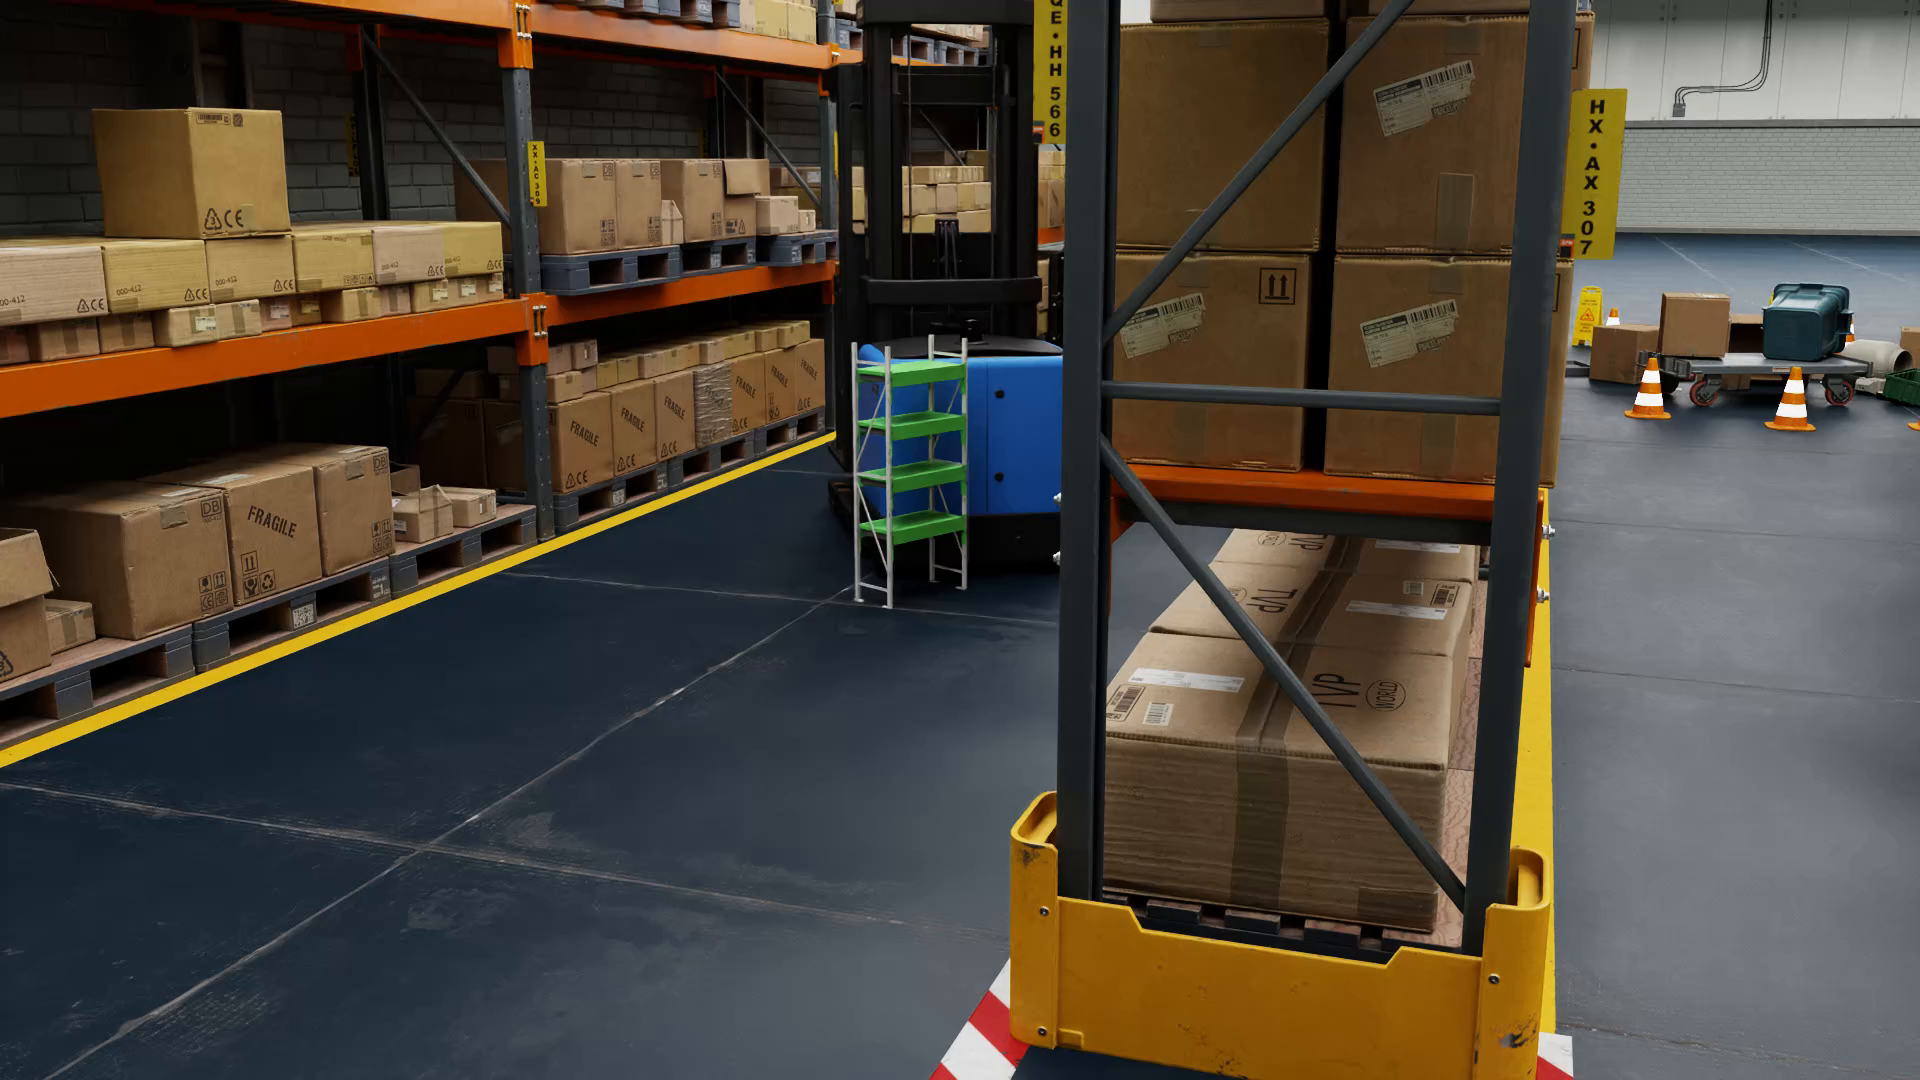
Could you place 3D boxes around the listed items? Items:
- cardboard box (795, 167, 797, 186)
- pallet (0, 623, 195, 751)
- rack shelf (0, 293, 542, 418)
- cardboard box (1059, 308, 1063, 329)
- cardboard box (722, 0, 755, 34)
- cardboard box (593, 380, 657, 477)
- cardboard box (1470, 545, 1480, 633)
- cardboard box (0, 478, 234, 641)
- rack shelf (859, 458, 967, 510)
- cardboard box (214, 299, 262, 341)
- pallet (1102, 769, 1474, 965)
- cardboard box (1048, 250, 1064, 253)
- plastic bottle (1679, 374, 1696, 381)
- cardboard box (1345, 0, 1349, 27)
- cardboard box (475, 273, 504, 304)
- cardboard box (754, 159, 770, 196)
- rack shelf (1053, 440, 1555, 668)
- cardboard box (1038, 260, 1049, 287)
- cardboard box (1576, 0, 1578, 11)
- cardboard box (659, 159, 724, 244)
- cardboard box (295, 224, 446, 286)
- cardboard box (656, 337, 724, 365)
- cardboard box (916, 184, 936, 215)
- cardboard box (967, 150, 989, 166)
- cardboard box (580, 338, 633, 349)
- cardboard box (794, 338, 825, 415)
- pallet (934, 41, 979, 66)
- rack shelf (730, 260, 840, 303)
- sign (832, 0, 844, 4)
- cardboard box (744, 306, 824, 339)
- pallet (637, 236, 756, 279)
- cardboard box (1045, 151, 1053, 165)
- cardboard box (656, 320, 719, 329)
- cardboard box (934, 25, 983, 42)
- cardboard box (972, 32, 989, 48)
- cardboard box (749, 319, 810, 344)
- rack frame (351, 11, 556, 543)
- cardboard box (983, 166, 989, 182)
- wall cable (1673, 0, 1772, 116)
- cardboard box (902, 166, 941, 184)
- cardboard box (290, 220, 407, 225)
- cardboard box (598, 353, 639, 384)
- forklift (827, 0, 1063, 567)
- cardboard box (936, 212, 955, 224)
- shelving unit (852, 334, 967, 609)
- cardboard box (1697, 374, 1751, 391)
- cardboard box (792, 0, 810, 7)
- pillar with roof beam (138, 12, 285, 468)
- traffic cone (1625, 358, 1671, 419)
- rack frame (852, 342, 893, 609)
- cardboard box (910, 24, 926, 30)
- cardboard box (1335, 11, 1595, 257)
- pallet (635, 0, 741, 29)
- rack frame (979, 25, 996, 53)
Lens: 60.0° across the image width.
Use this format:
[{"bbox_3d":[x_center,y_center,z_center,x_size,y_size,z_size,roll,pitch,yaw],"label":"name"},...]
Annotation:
[{"bbox_3d":[-1.501,-2.847,13.040,0.380,0.149,0.250,5,14,20],"label":"cardboard box"},{"bbox_3d":[-3.701,0.524,6.219,1.003,0.211,1.213,4,14,18],"label":"pallet"},{"bbox_3d":[-3.335,-0.722,7.027,1.077,0.370,4.000,4,14,18],"label":"rack shelf"},{"bbox_3d":[0.854,-2.443,18.188,0.500,0.250,0.500,5,14,20],"label":"cardboard box"},{"bbox_3d":[-1.654,-3.389,10.690,0.500,0.250,0.500,4,14,18],"label":"cardboard box"},{"bbox_3d":[-2.156,-0.678,9.893,0.500,0.500,0.500,4,14,18],"label":"cardboard box"},{"bbox_3d":[1.705,0.031,6.923,0.875,0.438,0.875,4,13,18],"label":"cardboard box"},{"bbox_3d":[-3.381,0.063,6.645,0.700,0.500,0.500,5,14,21],"label":"cardboard box"},{"bbox_3d":[-0.227,-0.264,7.735,0.258,0.148,0.480,12,18,43],"label":"rack shelf"},{"bbox_3d":[-3.087,-0.903,6.769,0.380,0.149,0.250,5,14,20],"label":"cardboard box"},{"bbox_3d":[0.900,0.890,4.613,1.003,0.211,1.213,4,14,18],"label":"pallet"},{"bbox_3d":[1.341,-3.253,19.487,0.500,0.250,0.500,5,14,20],"label":"cardboard box"},{"bbox_3d":[6.790,-1.526,15.536,0.133,0.061,0.283,7,15,28],"label":"plastic bottle"},{"bbox_3d":[0.977,-1.453,4.684,0.380,0.149,0.250,4,14,18],"label":"cardboard box"},{"bbox_3d":[-2.552,-1.286,8.447,0.380,0.149,0.250,5,14,19],"label":"cardboard box"},{"bbox_3d":[-1.708,-2.493,11.999,0.500,0.500,0.500,5,14,21],"label":"cardboard box"},{"bbox_3d":[1.363,-0.366,5.465,1.077,0.370,4.000,4,14,18],"label":"rack shelf"},{"bbox_3d":[0.679,-2.822,17.599,0.500,0.250,0.500,5,14,20],"label":"cardboard box"},{"bbox_3d":[1.302,-1.309,4.054,0.380,0.149,0.250,5,14,20],"label":"cardboard box"},{"bbox_3d":[-1.899,-2.107,10.312,0.700,0.500,0.500,4,14,18],"label":"cardboard box"},{"bbox_3d":[-2.770,-1.335,7.762,0.500,0.250,0.500,4,14,19],"label":"cardboard box"},{"bbox_3d":[-1.770,-1.239,10.892,0.380,0.149,0.250,4,13,16],"label":"cardboard box"},{"bbox_3d":[-0.528,-2.906,14.194,0.500,0.250,0.500,5,14,19],"label":"cardboard box"},{"bbox_3d":[0.284,-3.734,16.256,0.380,0.149,0.250,5,14,20],"label":"cardboard box"},{"bbox_3d":[-2.353,-1.221,10.813,0.380,0.149,0.250,4,13,16],"label":"cardboard box"},{"bbox_3d":[-1.327,-1.218,12.256,0.500,0.500,0.500,5,14,20],"label":"cardboard box"},{"bbox_3d":[-0.373,-4.361,15.042,0.805,0.209,1.217,4,13,16],"label":"pallet"},{"bbox_3d":[-0.747,-2.407,14.407,1.077,0.370,4.000,4,14,18],"label":"rack shelf"},{"bbox_3d":[-0.881,-4.011,11.918,0.100,0.325,0.005,4,14,18],"label":"sign"},{"bbox_3d":[-1.179,-1.514,13.271,0.875,0.625,0.625,5,14,20],"label":"cardboard box"},{"bbox_3d":[-2.019,-1.833,10.708,1.003,0.211,1.213,4,14,18],"label":"pallet"},{"bbox_3d":[0.787,-4.117,17.932,0.380,0.149,0.250,5,14,19],"label":"cardboard box"},{"bbox_3d":[-1.969,-1.497,12.022,0.380,0.149,0.250,5,14,20],"label":"cardboard box"},{"bbox_3d":[-0.103,-4.681,15.046,0.500,0.311,0.500,4,13,17],"label":"cardboard box"},{"bbox_3d":[0.333,-4.844,16.127,0.380,0.149,0.250,5,14,20],"label":"cardboard box"},{"bbox_3d":[-1.314,-1.516,12.106,0.380,0.149,0.250,4,13,16],"label":"cardboard box"},{"bbox_3d":[-2.688,-1.494,8.792,1.000,3.000,0.127,4,14,18],"label":"rack frame"},{"bbox_3d":[0.252,-3.592,16.300,0.380,0.149,0.250,4,13,18],"label":"cardboard box"},{"bbox_3d":[21.005,-14.676,45.424,2.305,6.003,0.169,4,14,18],"label":"wall cable"},{"bbox_3d":[-0.386,-3.184,14.516,0.380,0.149,0.250,4,14,19],"label":"cardboard box"},{"bbox_3d":[-3.104,-1.481,8.404,0.500,0.250,0.500,4,14,18],"label":"cardboard box"},{"bbox_3d":[-2.156,-1.030,9.976,0.380,0.149,0.250,4,13,17],"label":"cardboard box"},{"bbox_3d":[-0.166,-1.576,9.308,1.130,2.935,3.031,-3,13,-11],"label":"forklift"},{"bbox_3d":[-0.362,-2.772,14.728,0.500,0.250,0.500,4,14,19],"label":"cardboard box"},{"bbox_3d":[-0.227,-0.326,7.721,0.258,1.200,0.503,12,18,43],"label":"shelving unit"},{"bbox_3d":[6.893,-1.506,14.989,0.258,0.266,0.396,-5,14,-21],"label":"cardboard box"},{"bbox_3d":[-1.281,-3.828,11.718,0.380,0.149,0.250,5,14,20],"label":"cardboard box"},{"bbox_3d":[0.307,-4.027,6.409,9.100,9.000,0.400,4,14,18],"label":"pillar with roof beam"},{"bbox_3d":[5.522,-1.223,13.307,0.336,0.463,0.334,4,14,18],"label":"traffic cone"},{"bbox_3d":[-0.397,-0.287,7.551,0.240,1.200,0.015,12,18,43],"label":"rack frame"},{"bbox_3d":[-0.600,-4.450,13.610,0.500,0.500,0.500,5,14,20],"label":"cardboard box"},{"bbox_3d":[1.140,-0.912,3.771,0.500,0.500,0.500,4,13,17],"label":"cardboard box"},{"bbox_3d":[-2.078,-3.216,10.017,1.213,0.211,1.003,4,14,18],"label":"pallet"},{"bbox_3d":[-0.100,-6.103,15.505,1.000,3.000,0.127,4,14,18],"label":"rack frame"}]
